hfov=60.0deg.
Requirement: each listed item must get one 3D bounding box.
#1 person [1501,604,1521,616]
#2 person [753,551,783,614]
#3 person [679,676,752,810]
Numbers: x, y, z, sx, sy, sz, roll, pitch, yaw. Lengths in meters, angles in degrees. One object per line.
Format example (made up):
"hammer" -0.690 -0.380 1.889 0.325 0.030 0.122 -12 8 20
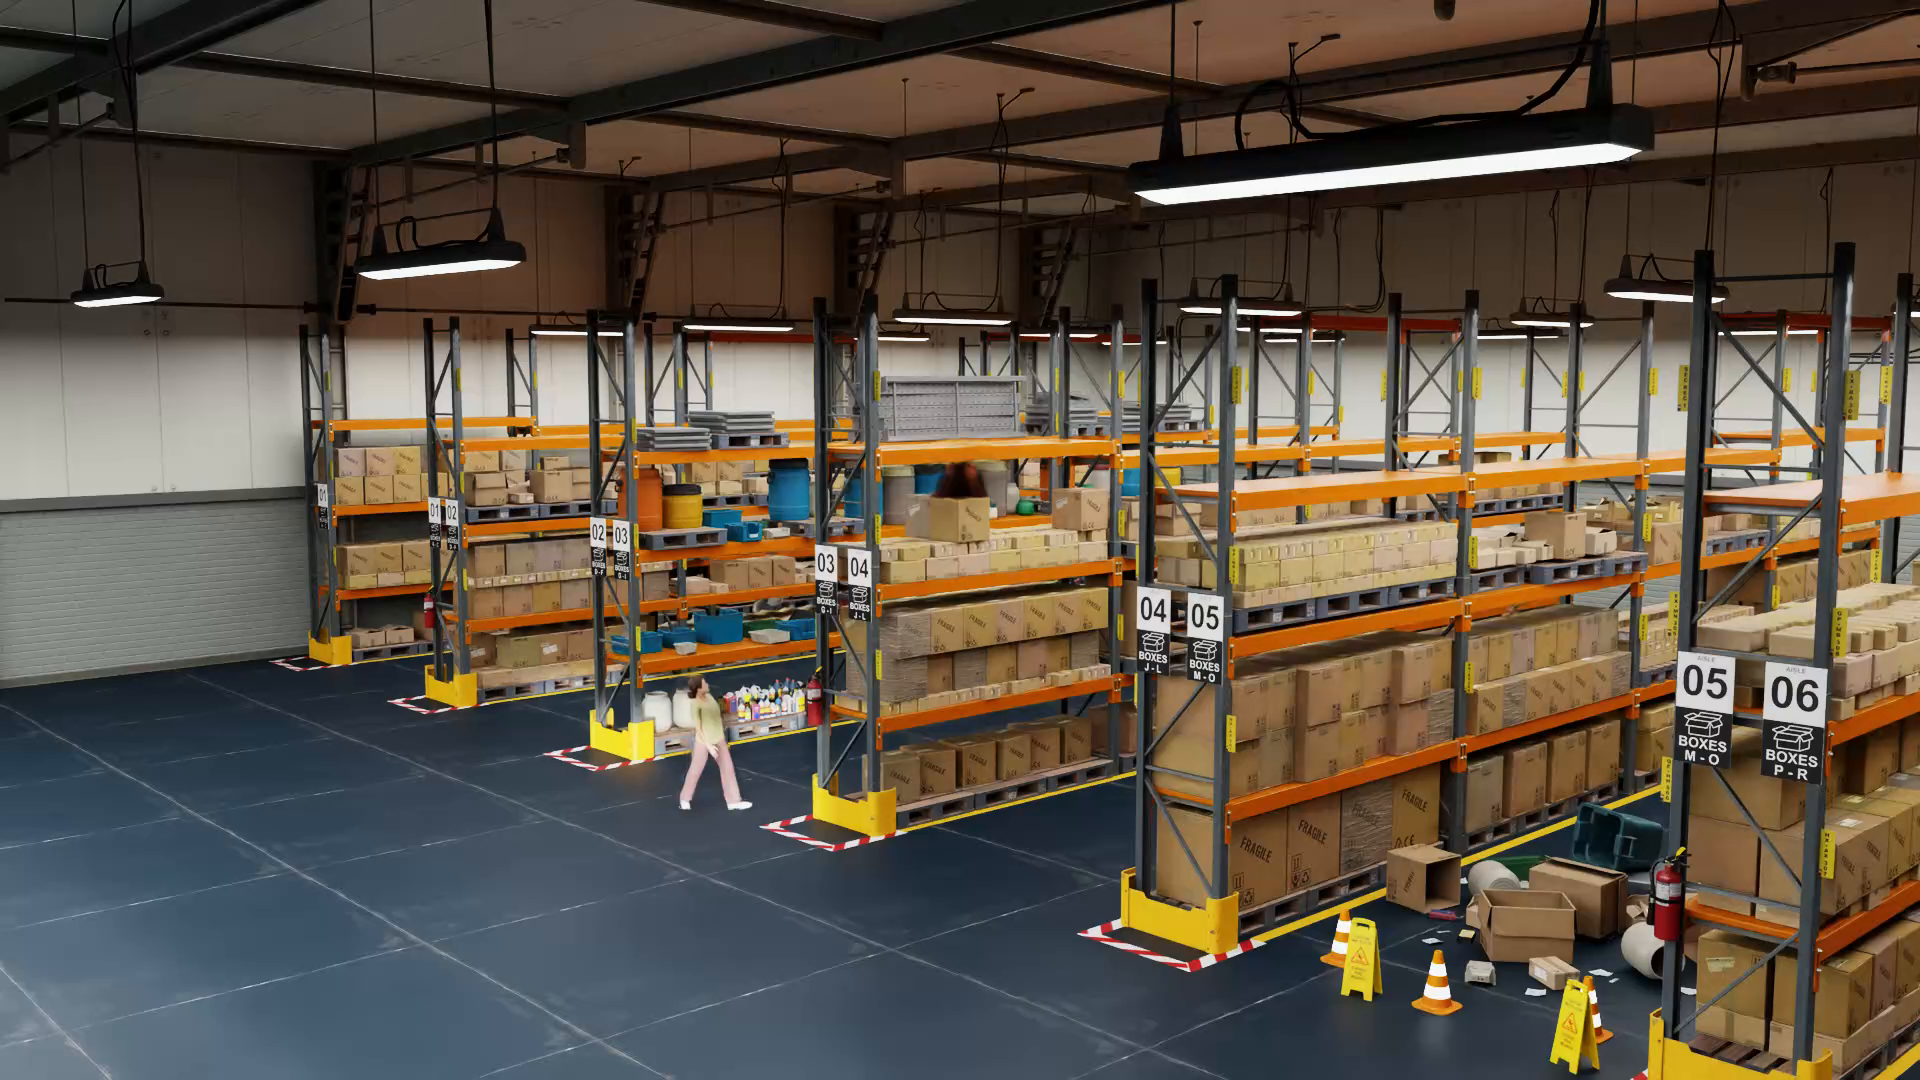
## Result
"person" 8.630 1.720 26.113 0.948 1.672 0.575 -5 8 -43
"person" -3.749 1.045 32.648 0.920 1.814 0.777 -5 8 -42
"person" -2.918 2.385 19.637 0.853 1.617 0.603 4 7 36
